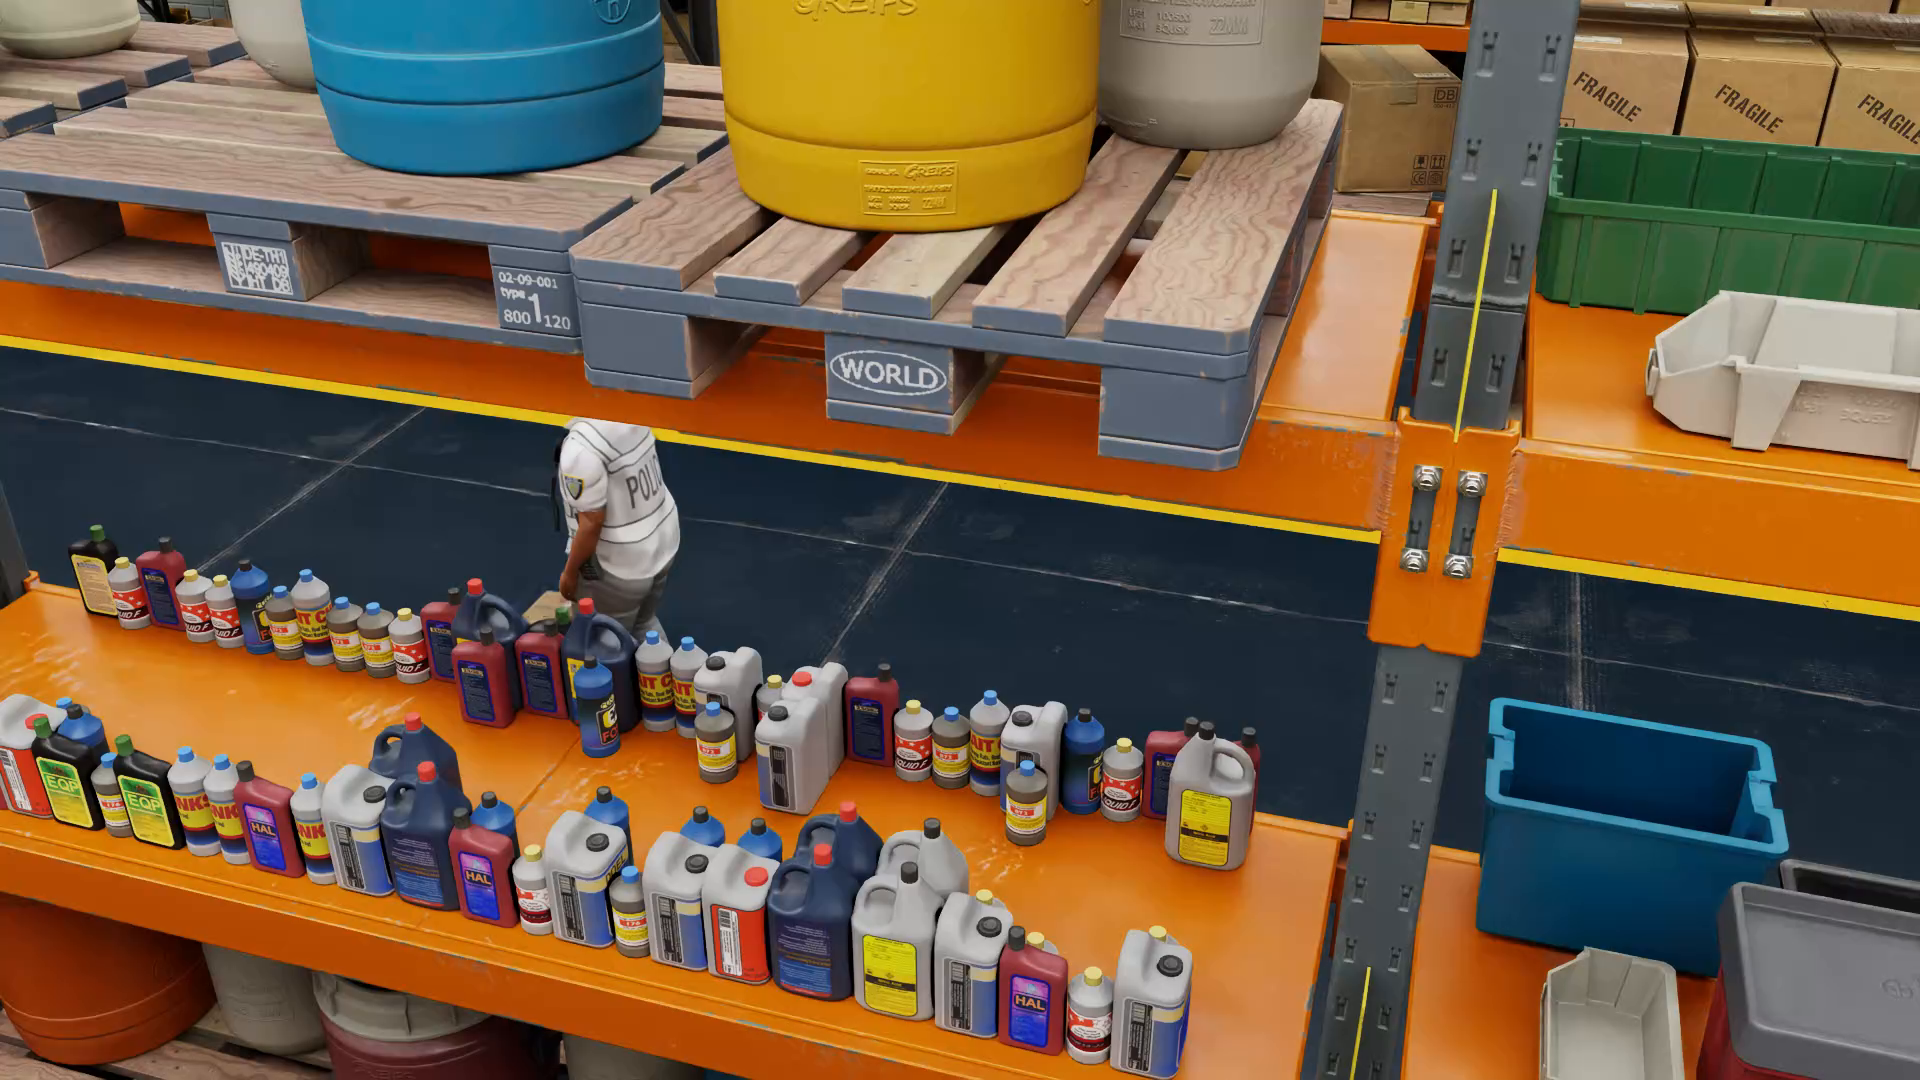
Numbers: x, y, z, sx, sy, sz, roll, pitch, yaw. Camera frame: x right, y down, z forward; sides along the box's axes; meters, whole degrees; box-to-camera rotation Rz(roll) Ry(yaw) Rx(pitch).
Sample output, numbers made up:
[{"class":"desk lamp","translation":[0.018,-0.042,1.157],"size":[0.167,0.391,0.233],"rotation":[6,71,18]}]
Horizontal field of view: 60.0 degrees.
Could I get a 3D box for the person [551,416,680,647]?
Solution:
[{"class":"person","translation":[-1.255,0.048,6.032],"size":[0.443,1.669,0.528],"rotation":[8,30,13]}]
